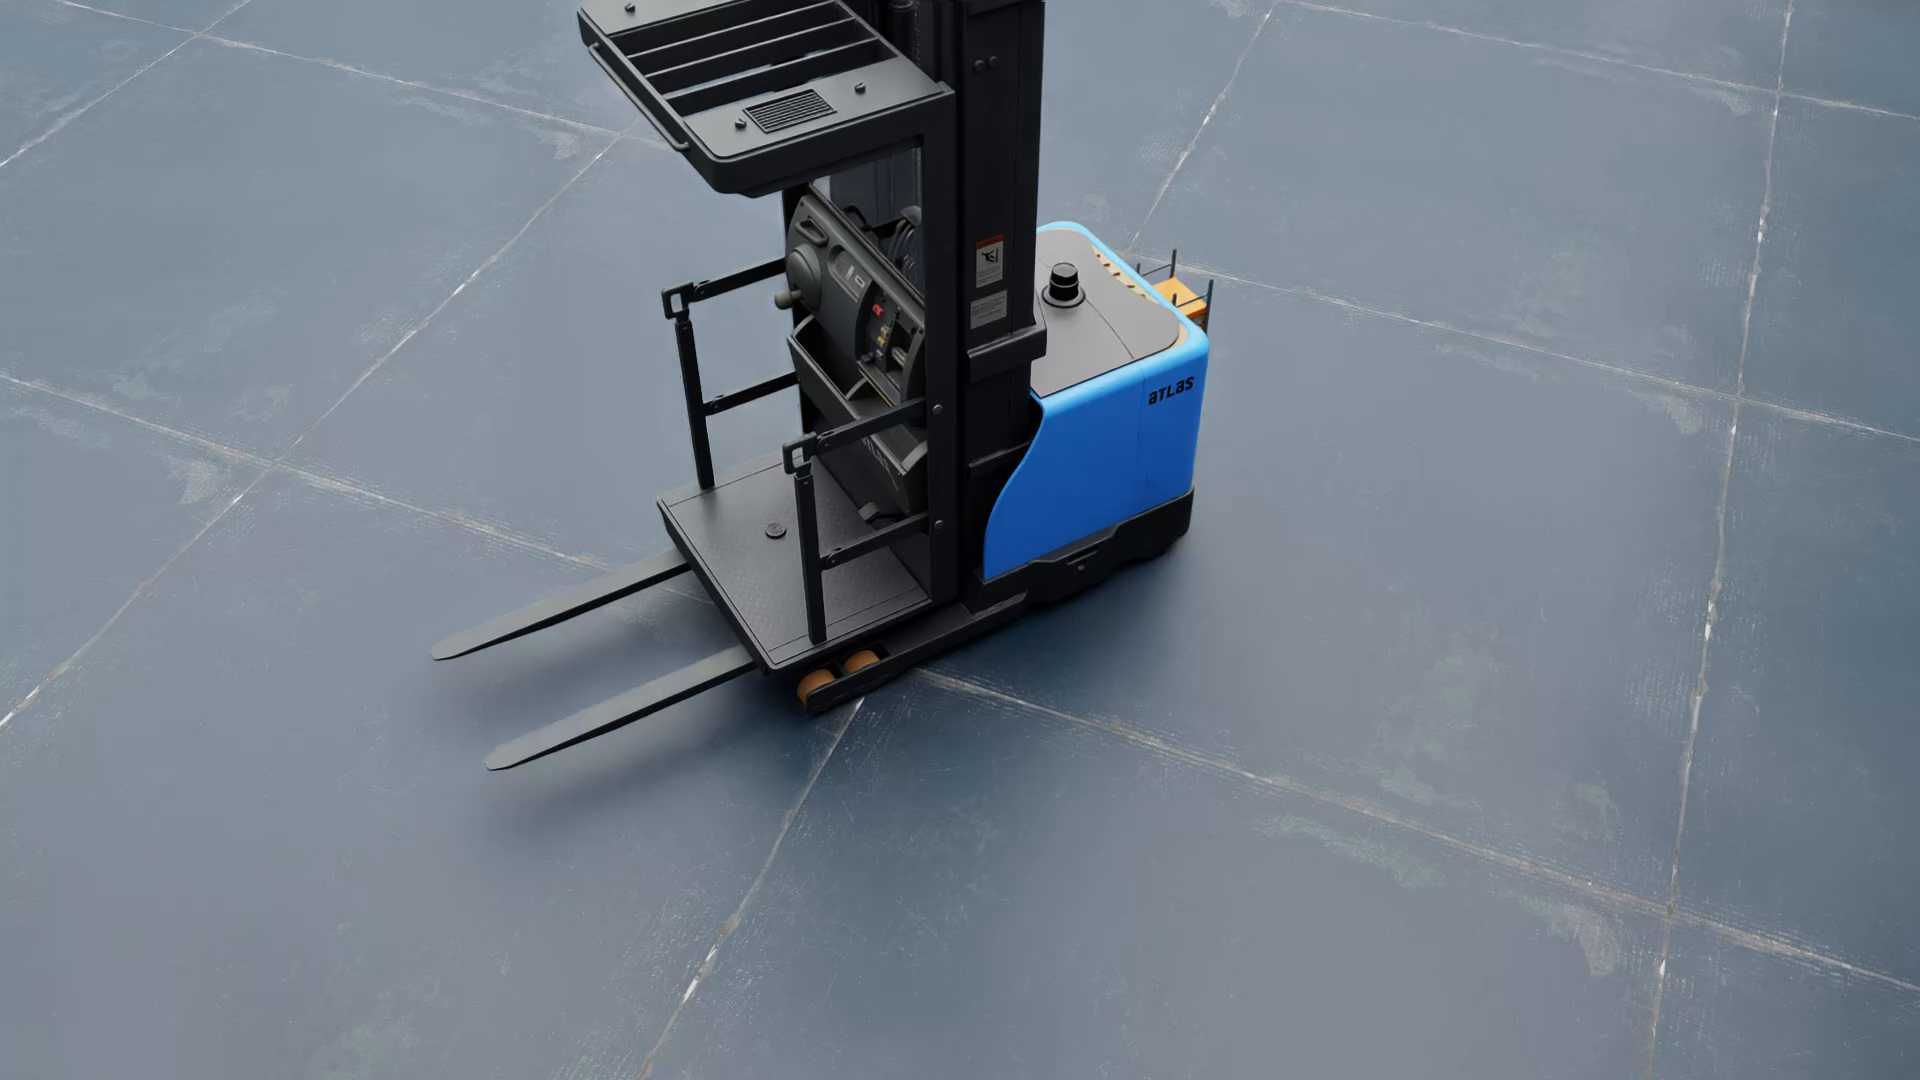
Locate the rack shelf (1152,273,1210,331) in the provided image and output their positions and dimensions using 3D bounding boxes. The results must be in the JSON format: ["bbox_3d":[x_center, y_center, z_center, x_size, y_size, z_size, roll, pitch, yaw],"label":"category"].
[{"bbox_3d":[0.864,-0.904,6.866,0.215,0.259,0.240,-24,49,-22],"label":"rack shelf"}]

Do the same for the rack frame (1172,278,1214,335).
[{"bbox_3d":[0.928,-0.637,6.985,0.200,1.050,0.008,-24,49,-22],"label":"rack frame"}]

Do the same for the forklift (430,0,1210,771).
[{"bbox_3d":[-0.556,-0.805,5.820,3.031,2.935,1.130,-23,49,-21],"label":"forklift"}]

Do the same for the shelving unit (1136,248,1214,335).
[{"bbox_3d":[0.864,-0.710,7.058,0.215,1.050,0.252,-24,49,-22],"label":"shelving unit"}]

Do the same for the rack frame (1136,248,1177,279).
[{"bbox_3d":[0.800,-0.783,7.132,0.200,1.050,0.008,-24,49,-22],"label":"rack frame"}]
